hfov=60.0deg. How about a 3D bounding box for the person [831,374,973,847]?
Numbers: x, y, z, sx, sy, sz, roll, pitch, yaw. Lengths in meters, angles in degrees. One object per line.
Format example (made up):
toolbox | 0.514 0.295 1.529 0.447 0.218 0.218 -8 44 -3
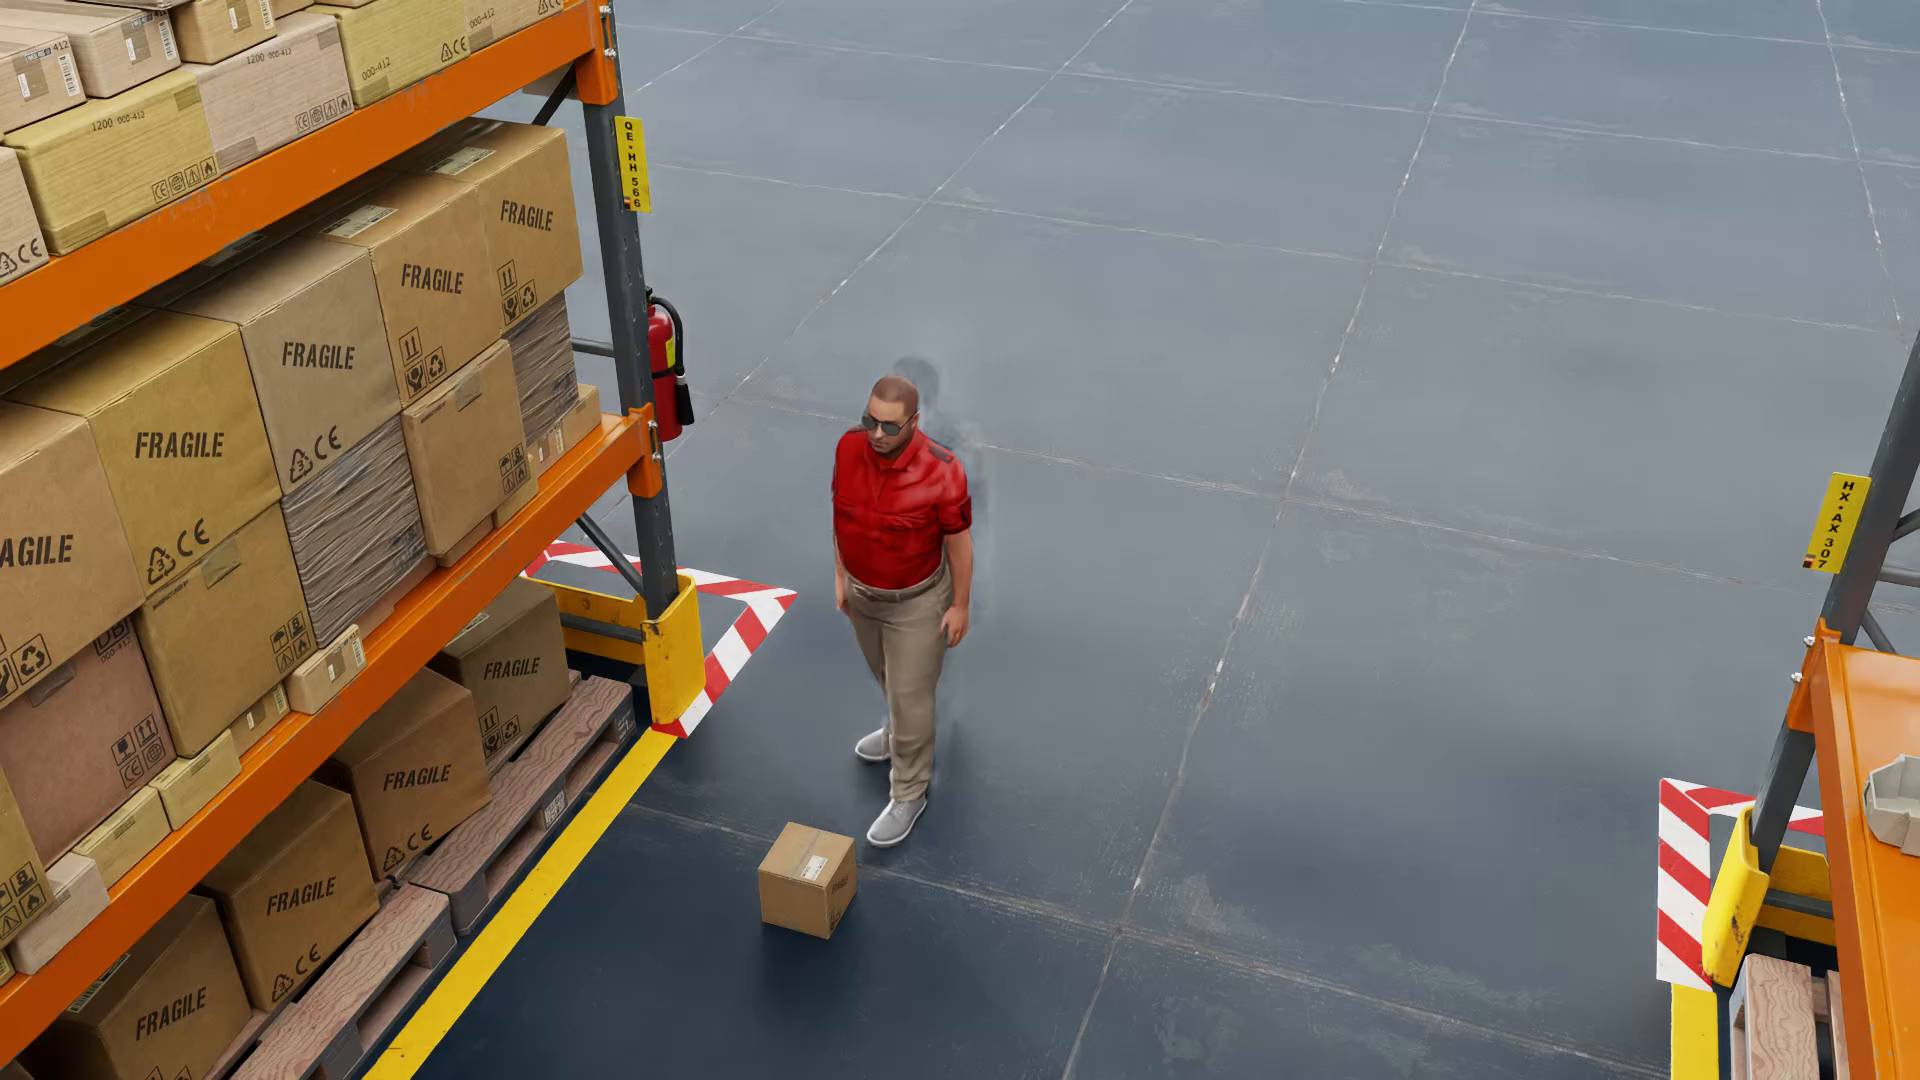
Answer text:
person | -0.250 0.205 5.815 0.533 1.716 0.665 21 39 29
